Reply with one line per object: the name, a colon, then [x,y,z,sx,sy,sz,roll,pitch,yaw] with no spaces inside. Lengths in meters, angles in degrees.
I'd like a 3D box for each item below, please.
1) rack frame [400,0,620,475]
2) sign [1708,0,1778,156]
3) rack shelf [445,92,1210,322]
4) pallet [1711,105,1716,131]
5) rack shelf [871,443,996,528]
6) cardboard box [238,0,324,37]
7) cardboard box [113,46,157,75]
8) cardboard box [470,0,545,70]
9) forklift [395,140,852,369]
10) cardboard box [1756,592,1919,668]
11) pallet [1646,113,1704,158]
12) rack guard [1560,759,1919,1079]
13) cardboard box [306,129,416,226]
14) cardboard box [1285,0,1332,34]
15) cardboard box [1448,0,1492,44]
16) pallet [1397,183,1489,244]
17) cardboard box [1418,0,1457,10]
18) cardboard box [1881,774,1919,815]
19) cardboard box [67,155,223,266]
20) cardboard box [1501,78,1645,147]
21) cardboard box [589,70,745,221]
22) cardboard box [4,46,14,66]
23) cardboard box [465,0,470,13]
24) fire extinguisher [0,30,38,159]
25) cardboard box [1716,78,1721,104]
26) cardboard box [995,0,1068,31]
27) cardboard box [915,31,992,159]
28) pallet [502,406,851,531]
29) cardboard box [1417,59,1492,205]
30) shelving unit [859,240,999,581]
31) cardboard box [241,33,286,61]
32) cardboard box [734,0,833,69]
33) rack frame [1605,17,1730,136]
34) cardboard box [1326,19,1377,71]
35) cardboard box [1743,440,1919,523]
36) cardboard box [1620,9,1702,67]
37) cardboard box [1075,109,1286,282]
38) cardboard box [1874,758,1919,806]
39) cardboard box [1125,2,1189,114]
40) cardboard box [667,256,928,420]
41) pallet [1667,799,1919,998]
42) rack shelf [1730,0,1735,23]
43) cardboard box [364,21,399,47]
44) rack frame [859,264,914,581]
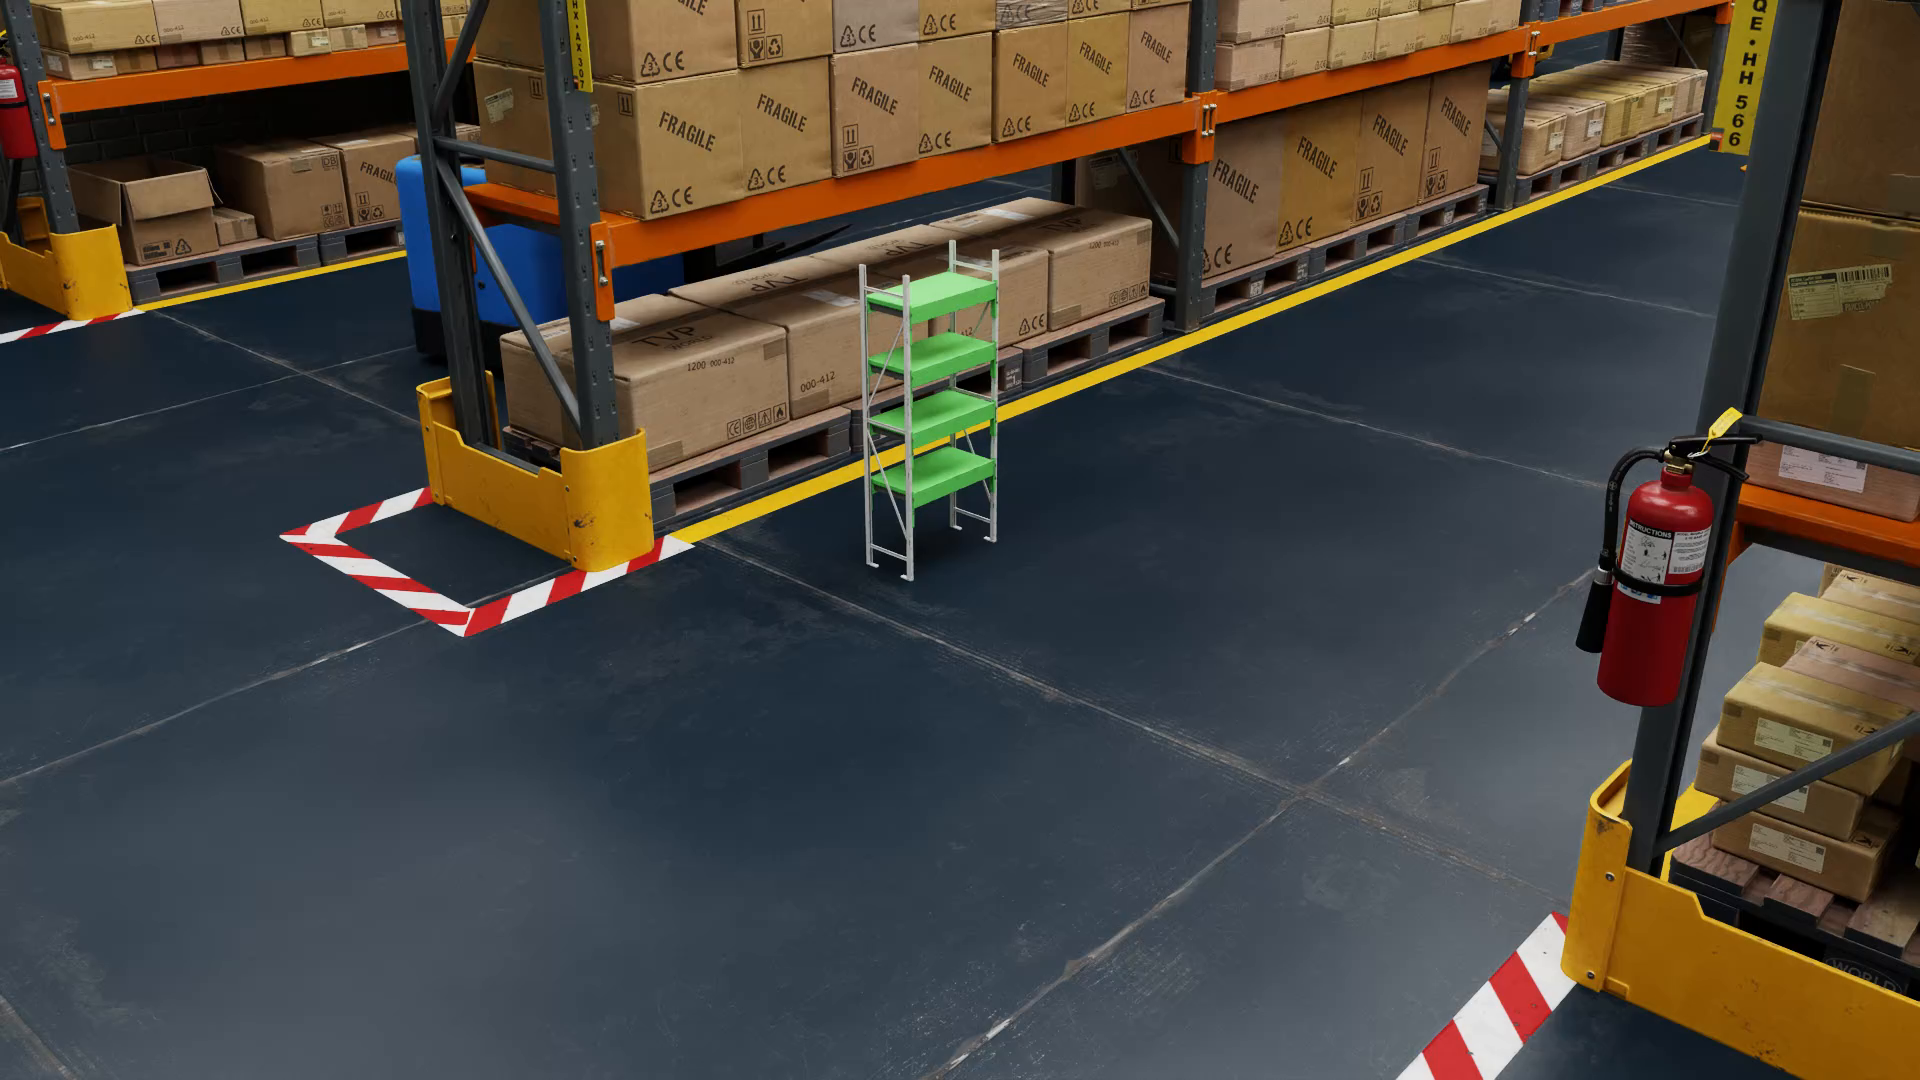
rack frame: [-1.733,-1.450,6.318,1.000,3.000,0.127,20,31,38]
sign: [1.621,-0.960,3.422,0.100,0.325,0.005,20,31,38]
rack shelf: [-0.398,-1.731,7.824,1.077,0.370,4.000,20,31,38]
pallet: [6.698,-4.048,15.521,1.003,0.211,1.213,20,31,38]
rack shelf: [-0.110,-0.220,6.516,0.258,0.148,0.480,20,31,38]
cardboard box: [-4.256,-3.245,10.142,0.500,0.250,0.500,19,31,37]
cardboard box: [-4.873,-2.805,9.647,0.380,0.149,0.250,21,32,39]
cardboard box: [-1.588,-2.164,6.566,0.500,0.500,0.500,21,32,39]
forklift: [-1.731,-2.716,9.225,1.130,2.935,3.031,13,27,26]
cardboard box: [2.474,0.303,4.651,0.380,0.149,0.250,19,31,36]
pallet: [5.758,-3.596,14.513,1.003,0.211,1.213,20,31,38]
rack guard: [2.072,0.988,3.935,1.175,0.500,0.348,20,31,38]
cardboard box: [-3.926,-2.399,10.977,0.500,0.500,0.500,21,31,38]
cardboard box: [1.768,-3.052,9.463,0.500,0.250,0.500,21,31,38]
cardboard box: [3.133,-3.434,10.926,0.500,0.250,0.500,21,31,38]
pallet: [3.024,-2.396,11.835,1.003,0.211,1.213,20,31,38]
cardboard box: [2.807,-3.512,10.488,0.500,0.250,0.500,19,30,36]
cardboard box: [2.554,0.600,4.718,0.380,0.149,0.250,20,31,37]
cardboard box: [-4.953,-2.017,10.121,0.797,0.503,0.637,19,30,36]
cardboard box: [4.988,-3.506,13.602,0.950,0.372,0.625,21,32,39]
cardboard box: [-1.198,-1.564,6.449,0.500,0.500,0.500,20,31,37]
cardboard box: [-5.410,-2.864,9.778,0.380,0.149,0.250,20,31,37]
cardboard box: [-3.243,-3.712,11.182,0.500,0.250,0.500,20,31,38]
fire extinguisher: [-5.186,-2.428,9.049,0.296,0.674,0.183,20,31,38]
cardboard box: [6.871,-4.149,15.185,0.500,0.250,0.500,18,30,35]
cardboard box: [0.150,-2.642,7.631,0.500,0.500,0.500,21,31,38]
cardboard box: [-0.207,-2.033,7.495,0.500,0.500,0.500,21,32,39]
pallet: [-1.257,-0.443,7.480,1.003,0.211,1.213,20,31,38]
cardboard box: [3.084,-2.922,11.684,0.875,0.875,0.875,20,31,37]
shelving unit: [-0.110,-0.497,6.392,0.258,1.200,0.503,20,31,38]
cardboard box: [-4.336,-3.037,10.165,0.380,0.149,0.250,21,31,38]
cardboard box: [-0.861,-2.180,6.601,0.500,0.500,0.500,19,30,36]
rack frame: [6.276,-5.106,14.472,1.000,3.000,0.127,20,31,38]
cardboard box: [2.125,-2.972,9.896,0.500,0.250,0.500,20,31,37]
cardboard box: [2.028,-0.191,3.817,0.380,0.149,0.250,20,31,38]
cardboard box: [6.471,-4.639,15.361,0.500,0.500,0.500,20,31,37]
cardboard box: [1.291,-2.102,9.855,0.875,0.875,0.875,21,32,39]
cardboard box: [2.375,0.540,4.486,0.380,0.149,0.250,19,31,36]
cardboard box: [0.818,-2.503,8.545,0.500,0.500,0.500,20,31,38]
cardboard box: [-0.762,-0.982,7.893,0.875,0.438,0.875,21,32,39]
pallet: [2.640,0.882,4.525,1.003,0.211,1.213,20,31,38]
rack shelf: [7.611,-5.387,15.978,1.077,0.370,4.000,20,31,38]
cardboard box: [-3.830,-3.277,10.700,0.380,0.149,0.250,20,31,37]
rack frame: [-0.273,-0.423,6.226,0.240,1.200,0.015,20,31,38]
